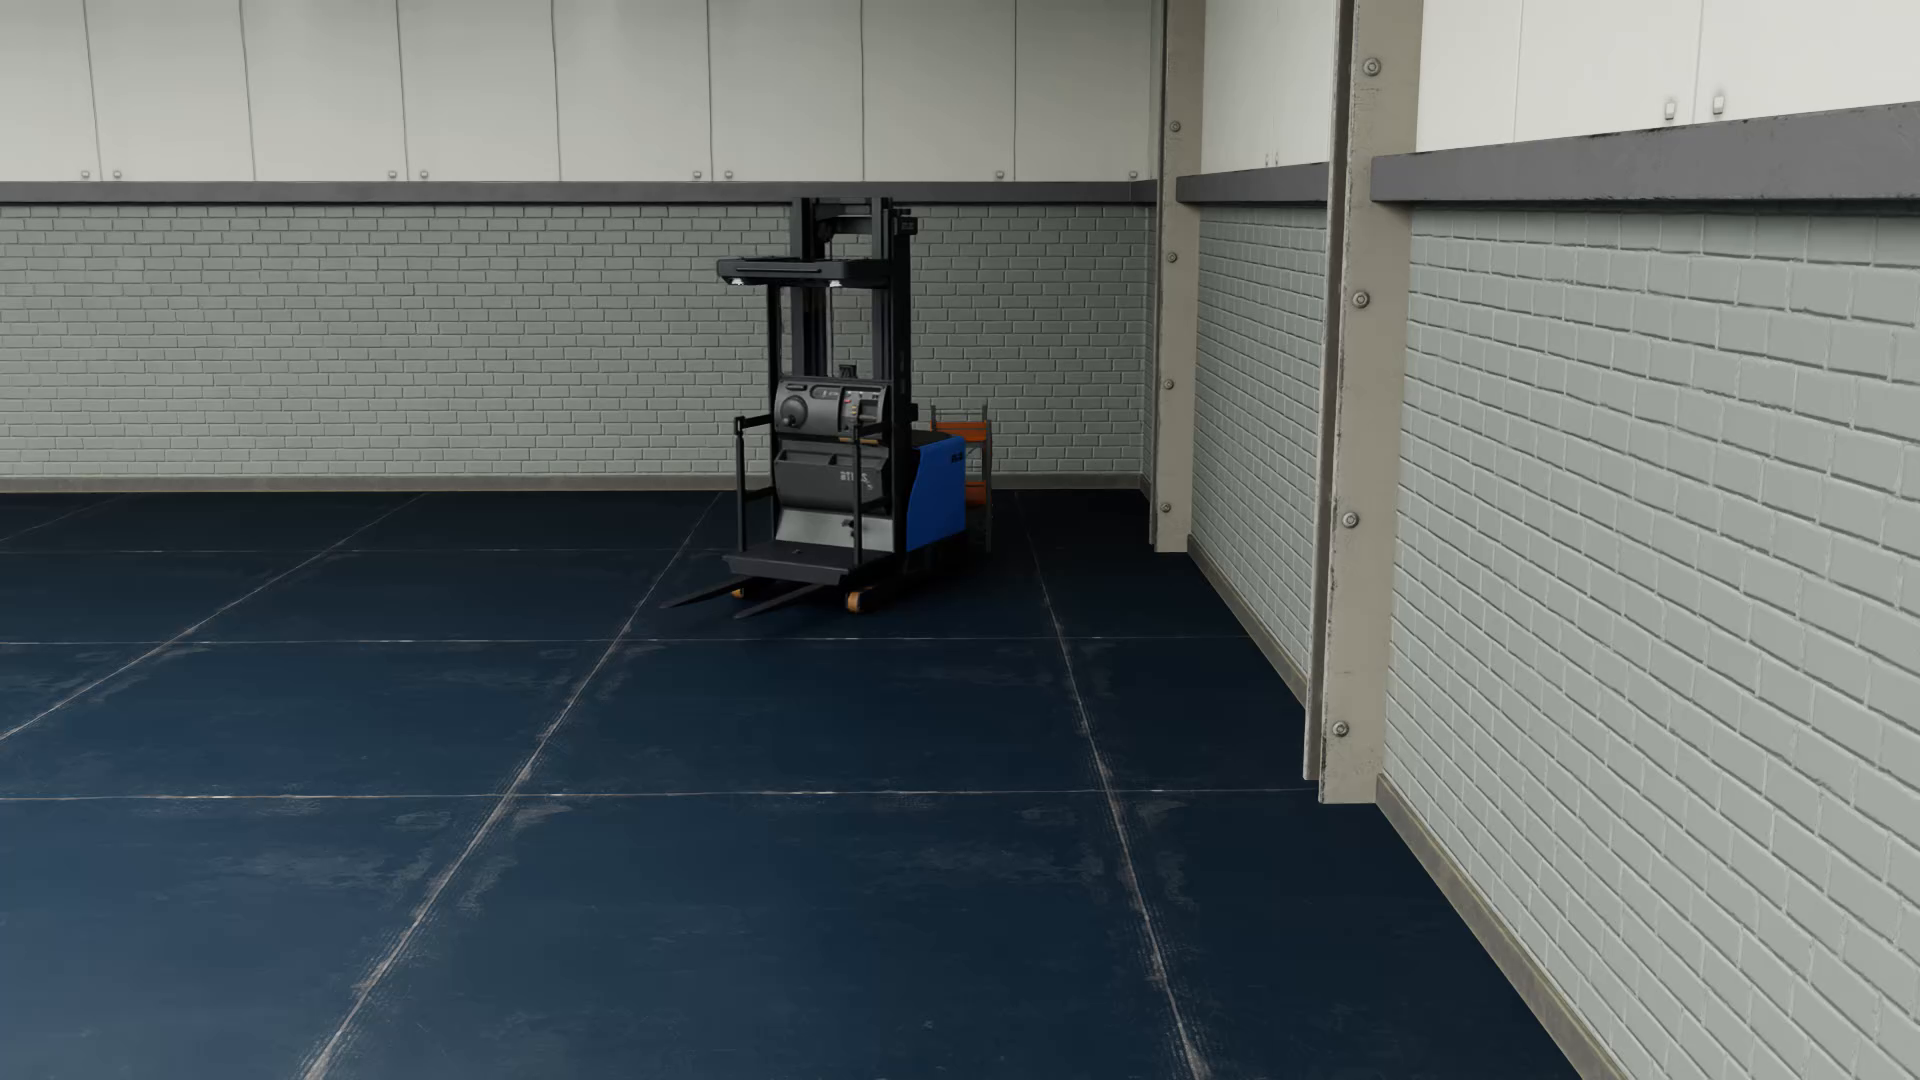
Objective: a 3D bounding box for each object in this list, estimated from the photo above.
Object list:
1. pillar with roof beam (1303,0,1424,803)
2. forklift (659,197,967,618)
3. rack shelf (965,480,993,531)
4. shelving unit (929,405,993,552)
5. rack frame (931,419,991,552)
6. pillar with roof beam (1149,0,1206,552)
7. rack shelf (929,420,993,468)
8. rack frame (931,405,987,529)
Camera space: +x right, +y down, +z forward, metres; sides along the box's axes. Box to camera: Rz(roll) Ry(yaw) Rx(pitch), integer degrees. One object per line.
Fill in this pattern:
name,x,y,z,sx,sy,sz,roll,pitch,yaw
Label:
pillar with roof beam,-2.381,-3.138,7.391,9.100,9.000,0.400,0,11,-1
forklift,-1.055,-1.007,12.149,1.130,2.935,3.031,6,13,26
rack shelf,0.000,-0.310,14.489,0.538,0.278,1.000,0,11,-1
shelving unit,0.000,-0.550,14.441,0.538,1.125,1.048,0,11,-1
rack frame,0.011,-0.449,13.943,0.500,1.125,0.032,0,11,-1
pillar with roof beam,-2.505,-4.330,13.270,9.100,9.000,0.400,0,11,-1
rack shelf,0.000,-0.837,14.382,0.538,0.278,1.000,0,11,-1
rack frame,-0.010,-0.651,14.939,0.500,1.125,0.032,0,11,-1
